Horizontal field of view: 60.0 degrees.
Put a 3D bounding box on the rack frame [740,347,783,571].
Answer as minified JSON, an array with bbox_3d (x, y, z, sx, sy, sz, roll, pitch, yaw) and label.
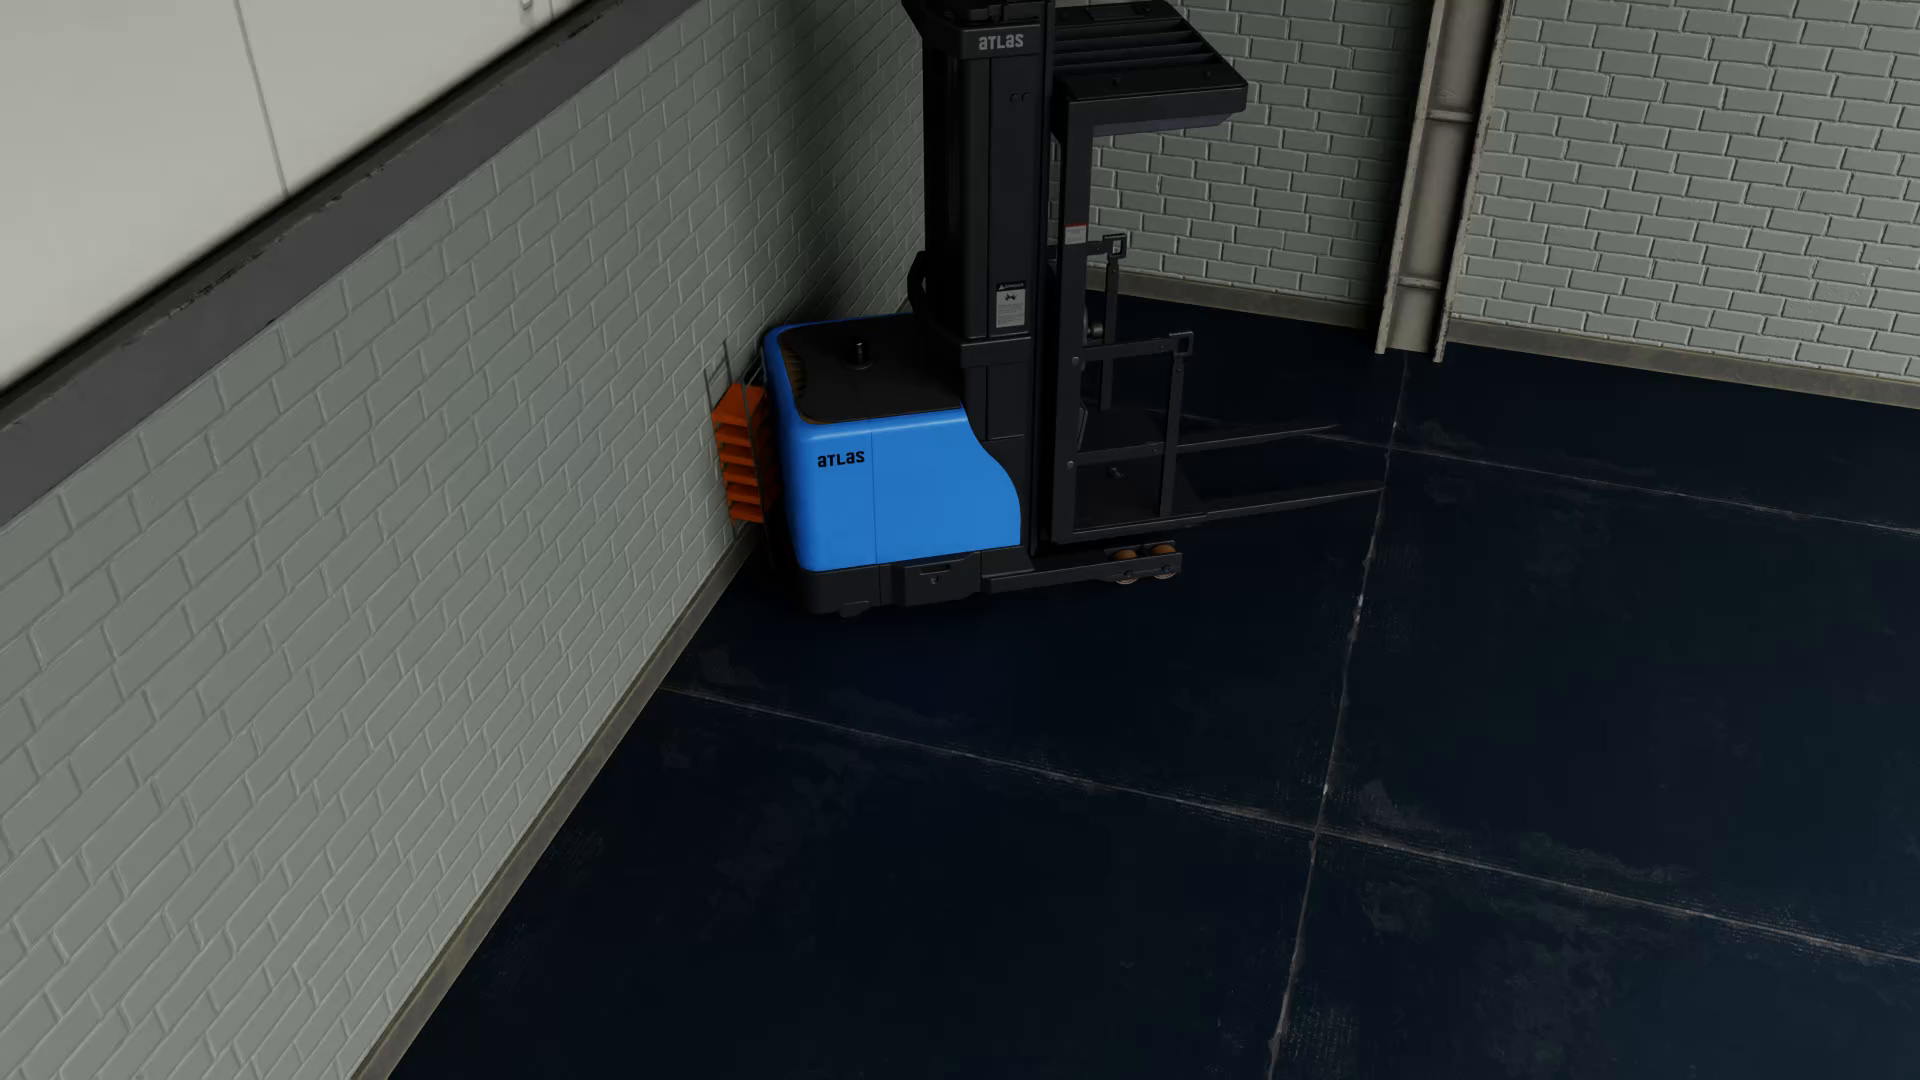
[{"bbox_3d":[-0.914,-0.363,7.900,0.006,1.200,0.240,11,45,15],"label":"rack frame"}]

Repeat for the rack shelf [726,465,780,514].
[{"bbox_3d":[-0.994,-0.260,8.036,0.180,0.103,0.258,11,45,15],"label":"rack shelf"}]

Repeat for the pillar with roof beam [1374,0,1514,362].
[{"bbox_3d":[1.431,-2.363,4.054,0.400,9.000,9.100,10,38,14],"label":"pillar with roof beam"}]

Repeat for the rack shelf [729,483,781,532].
[{"bbox_3d":[-0.988,-0.172,8.118,0.180,0.103,0.258,11,45,15],"label":"rack shelf"}]

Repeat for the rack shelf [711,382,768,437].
[{"bbox_3d":[-1.015,-0.610,7.709,0.180,0.103,0.258,11,45,15],"label":"rack shelf"}]

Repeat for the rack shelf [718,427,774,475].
[{"bbox_3d":[-1.004,-0.435,7.873,0.180,0.103,0.258,11,45,15],"label":"rack shelf"}]

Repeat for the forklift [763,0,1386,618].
[{"bbox_3d":[0.613,-1.263,7.678,3.031,2.935,1.130,-8,37,-10],"label":"forklift"}]

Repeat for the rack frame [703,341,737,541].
[{"bbox_3d":[-1.088,-0.397,7.948,0.006,1.200,0.240,11,45,15],"label":"rack frame"}]

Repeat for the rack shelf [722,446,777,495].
[{"bbox_3d":[-0.999,-0.347,7.954,0.180,0.103,0.258,11,45,15],"label":"rack shelf"}]

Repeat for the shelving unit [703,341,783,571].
[{"bbox_3d":[-1.001,-0.380,7.924,0.189,1.200,0.258,11,45,15],"label":"shelving unit"}]

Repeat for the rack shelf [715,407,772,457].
[{"bbox_3d":[-1.009,-0.522,7.791,0.180,0.103,0.258,11,45,15],"label":"rack shelf"}]
